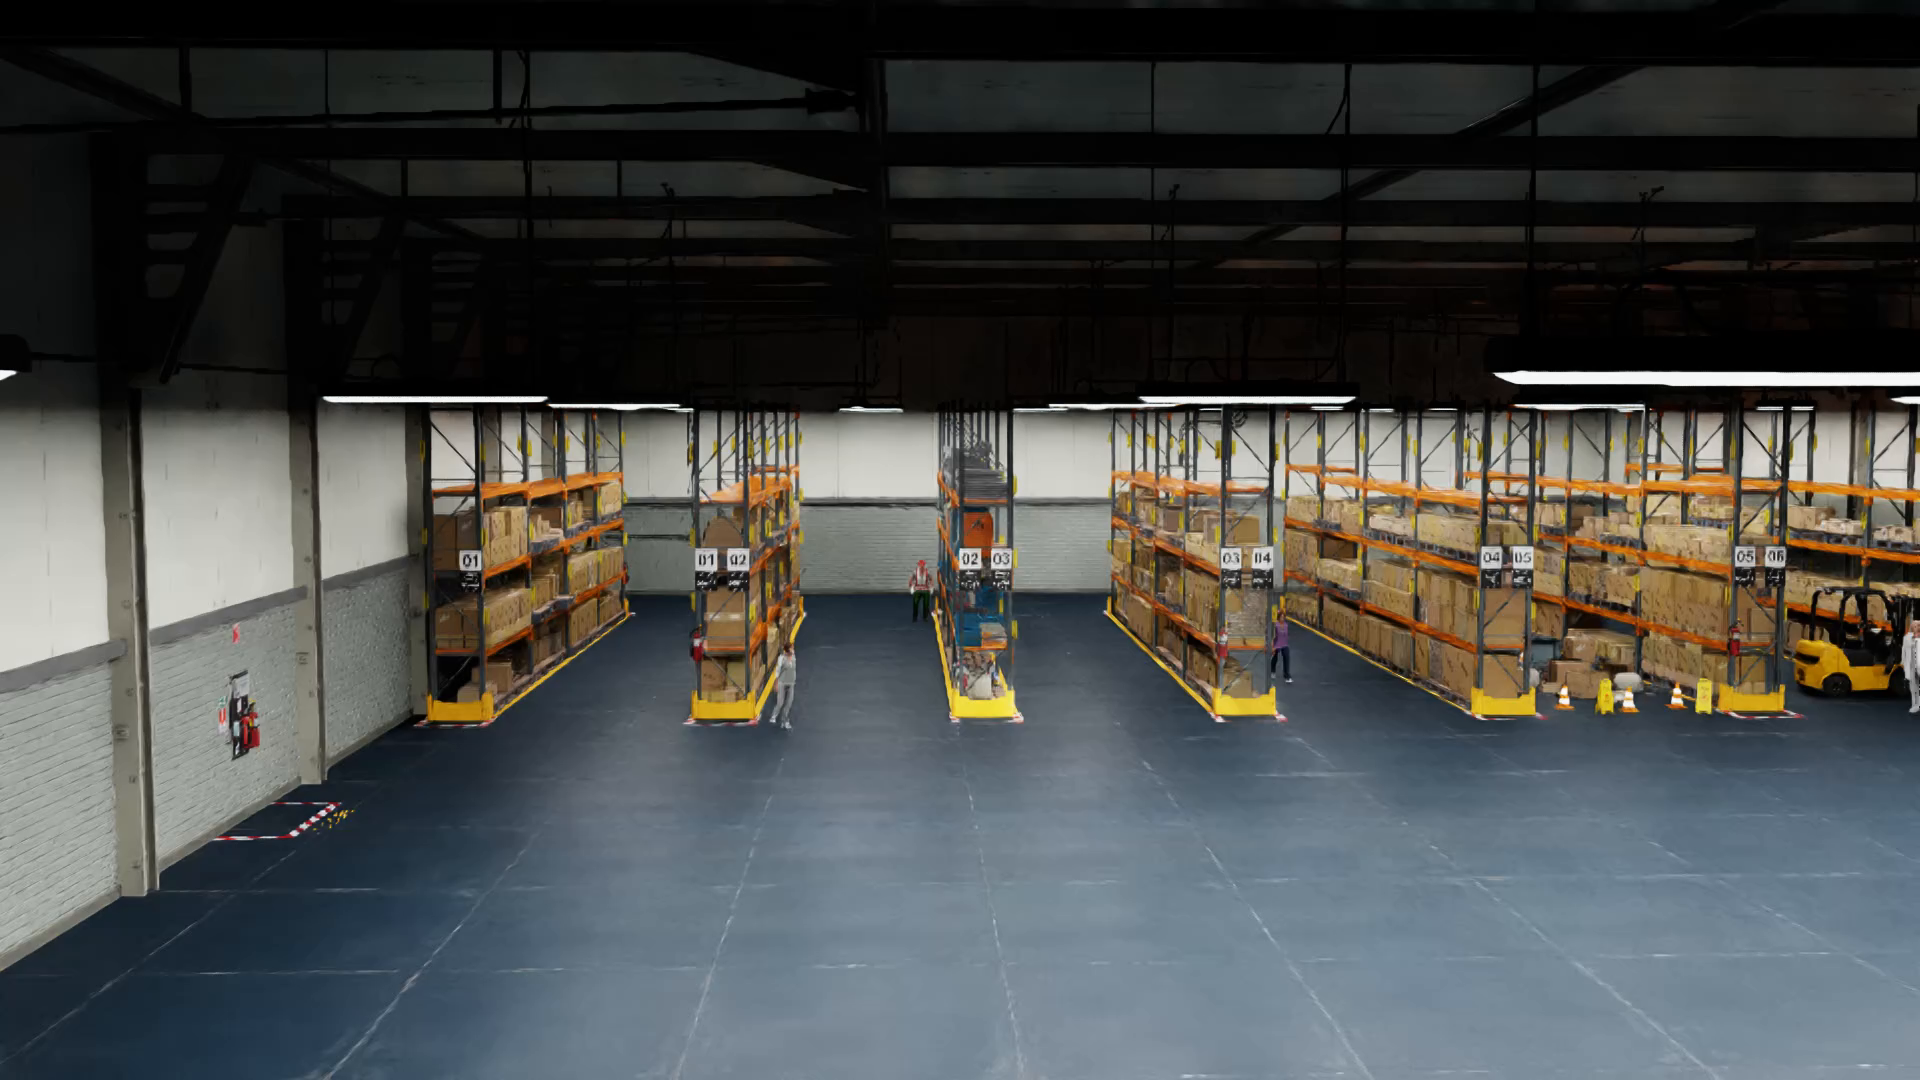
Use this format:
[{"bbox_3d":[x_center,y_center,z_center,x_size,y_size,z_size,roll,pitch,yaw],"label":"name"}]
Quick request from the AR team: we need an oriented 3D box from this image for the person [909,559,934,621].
[{"bbox_3d":[-1.062,1.388,45.772,0.677,1.740,0.549,0,4,-2],"label":"person"}]

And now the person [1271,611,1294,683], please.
[{"bbox_3d":[6.823,2.254,35.475,0.419,1.514,1.038,0,4,-5],"label":"person"}]

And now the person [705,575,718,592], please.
[{"bbox_3d":[-6.617,1.509,44.956,0.580,1.618,0.507,0,4,-4],"label":"person"}]

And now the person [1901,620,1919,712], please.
[{"bbox_3d":[18.362,2.413,31.773,0.533,1.771,0.748,-3,5,-37],"label":"person"}]

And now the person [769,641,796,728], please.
[{"bbox_3d":[-3.229,2.630,30.353,0.469,1.588,0.500,-4,6,-40],"label":"person"}]
